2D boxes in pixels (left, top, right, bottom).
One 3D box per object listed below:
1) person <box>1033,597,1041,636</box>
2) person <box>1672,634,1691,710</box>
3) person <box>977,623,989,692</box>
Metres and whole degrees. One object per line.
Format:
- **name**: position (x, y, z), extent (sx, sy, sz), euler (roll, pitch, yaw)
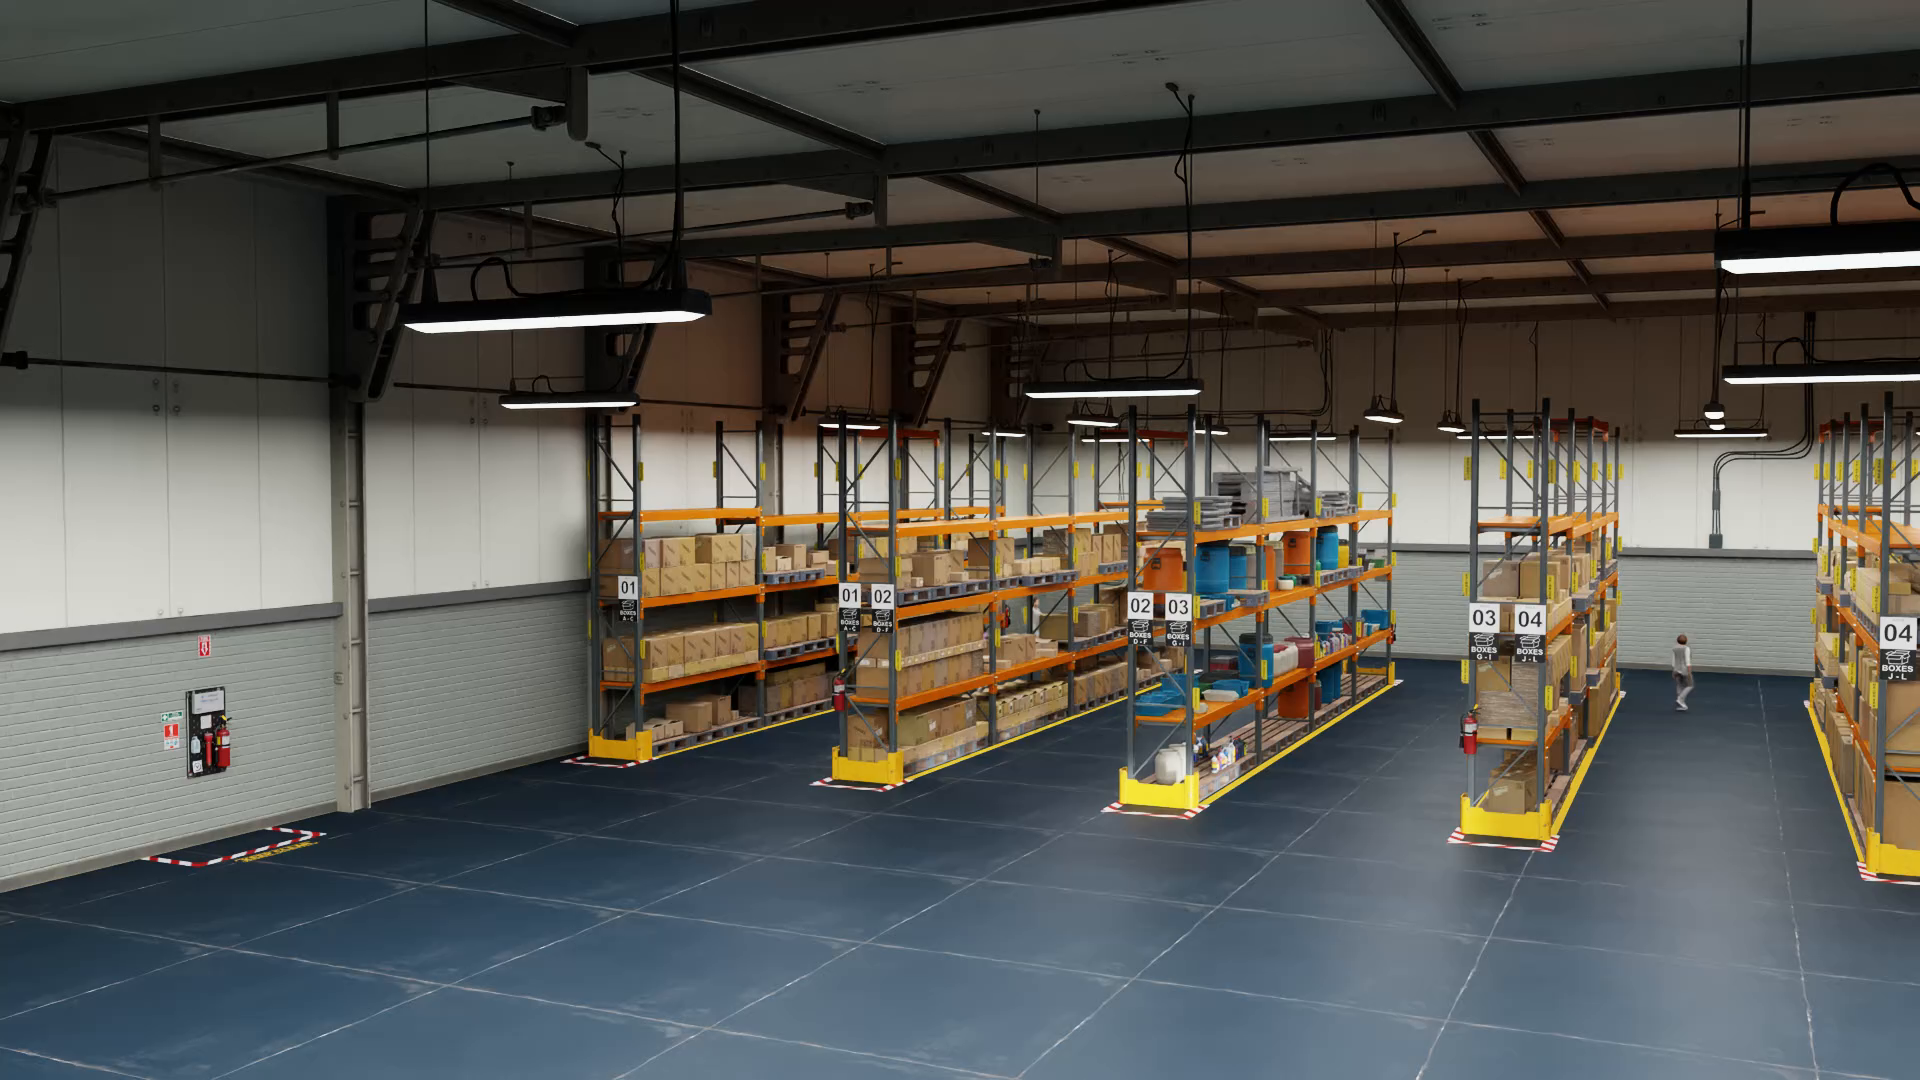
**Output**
- **person**: position (2.005, 2.358, 44.167), extent (0.611, 1.691, 0.482), euler (2, 3, 39)
- **person**: position (15.075, 2.774, 34.807), extent (0.434, 1.596, 0.436), euler (-2, 3, -35)
- **person**: position (0.486, 2.655, 37.928), extent (0.434, 1.561, 0.808), euler (2, 3, 34)
